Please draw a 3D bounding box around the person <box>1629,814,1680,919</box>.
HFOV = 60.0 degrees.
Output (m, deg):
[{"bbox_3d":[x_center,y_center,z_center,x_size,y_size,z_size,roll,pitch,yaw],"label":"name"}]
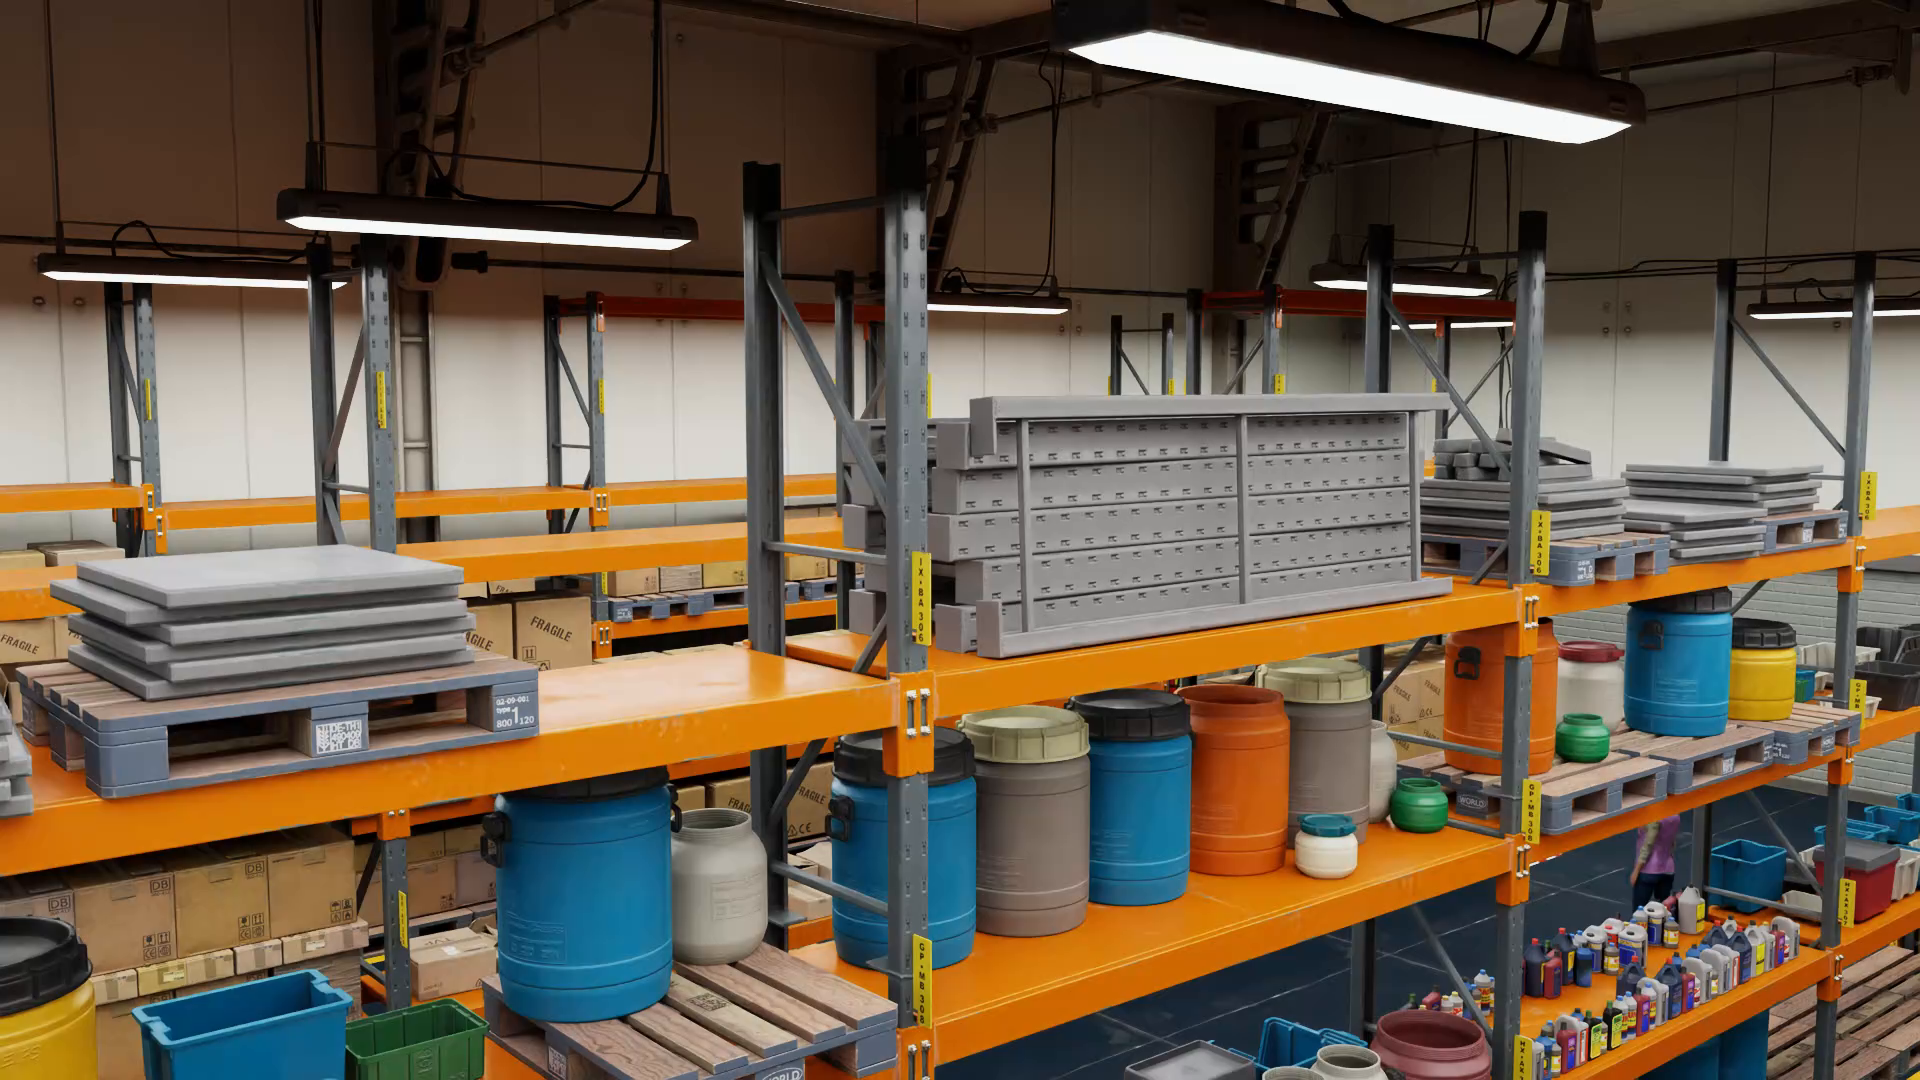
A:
[{"bbox_3d":[6.147,2.953,14.786,0.483,1.602,0.382,-3,6,-25],"label":"person"}]
